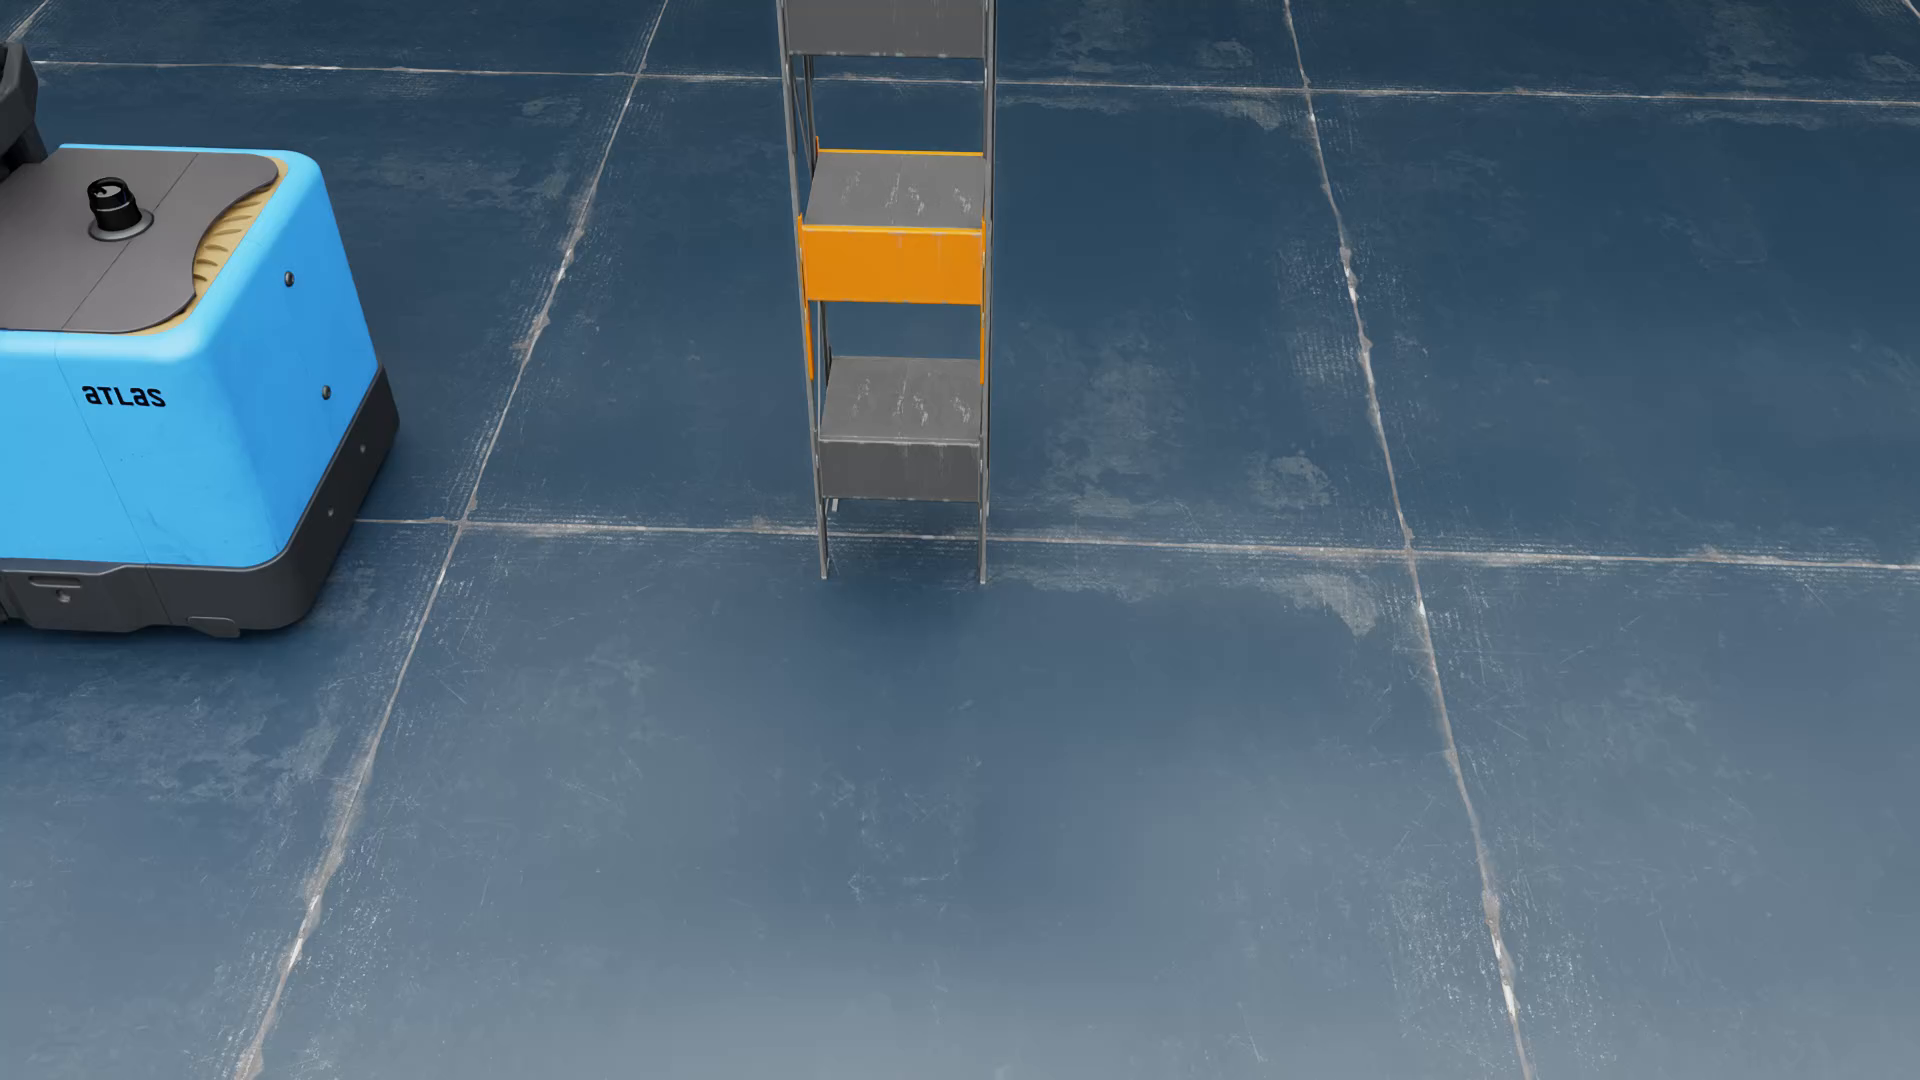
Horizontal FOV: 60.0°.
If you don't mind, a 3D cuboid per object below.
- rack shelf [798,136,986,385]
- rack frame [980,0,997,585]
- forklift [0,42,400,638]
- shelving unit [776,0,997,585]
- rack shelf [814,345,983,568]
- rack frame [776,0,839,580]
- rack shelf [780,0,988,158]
[{"bbox_3d":[-0.165,-0.763,4.549,0.480,0.518,0.431,2,43,2],"label":"rack shelf"},{"bbox_3d":[0.078,-0.766,4.532,0.015,2.100,0.400,2,43,2],"label":"rack frame"},{"bbox_3d":[-3.411,-1.173,4.359,3.031,2.935,1.130,2,43,3],"label":"forklift"},{"bbox_3d":[-0.165,-0.773,4.540,0.503,2.100,0.431,2,43,2],"label":"shelving unit"},{"bbox_3d":[-0.165,-0.251,5.026,0.480,0.518,0.431,2,43,2],"label":"rack shelf"},{"bbox_3d":[-0.409,-0.781,4.548,0.015,2.100,0.400,2,43,2],"label":"rack frame"},{"bbox_3d":[-0.165,-1.276,4.072,0.480,0.518,0.431,2,43,2],"label":"rack shelf"}]
